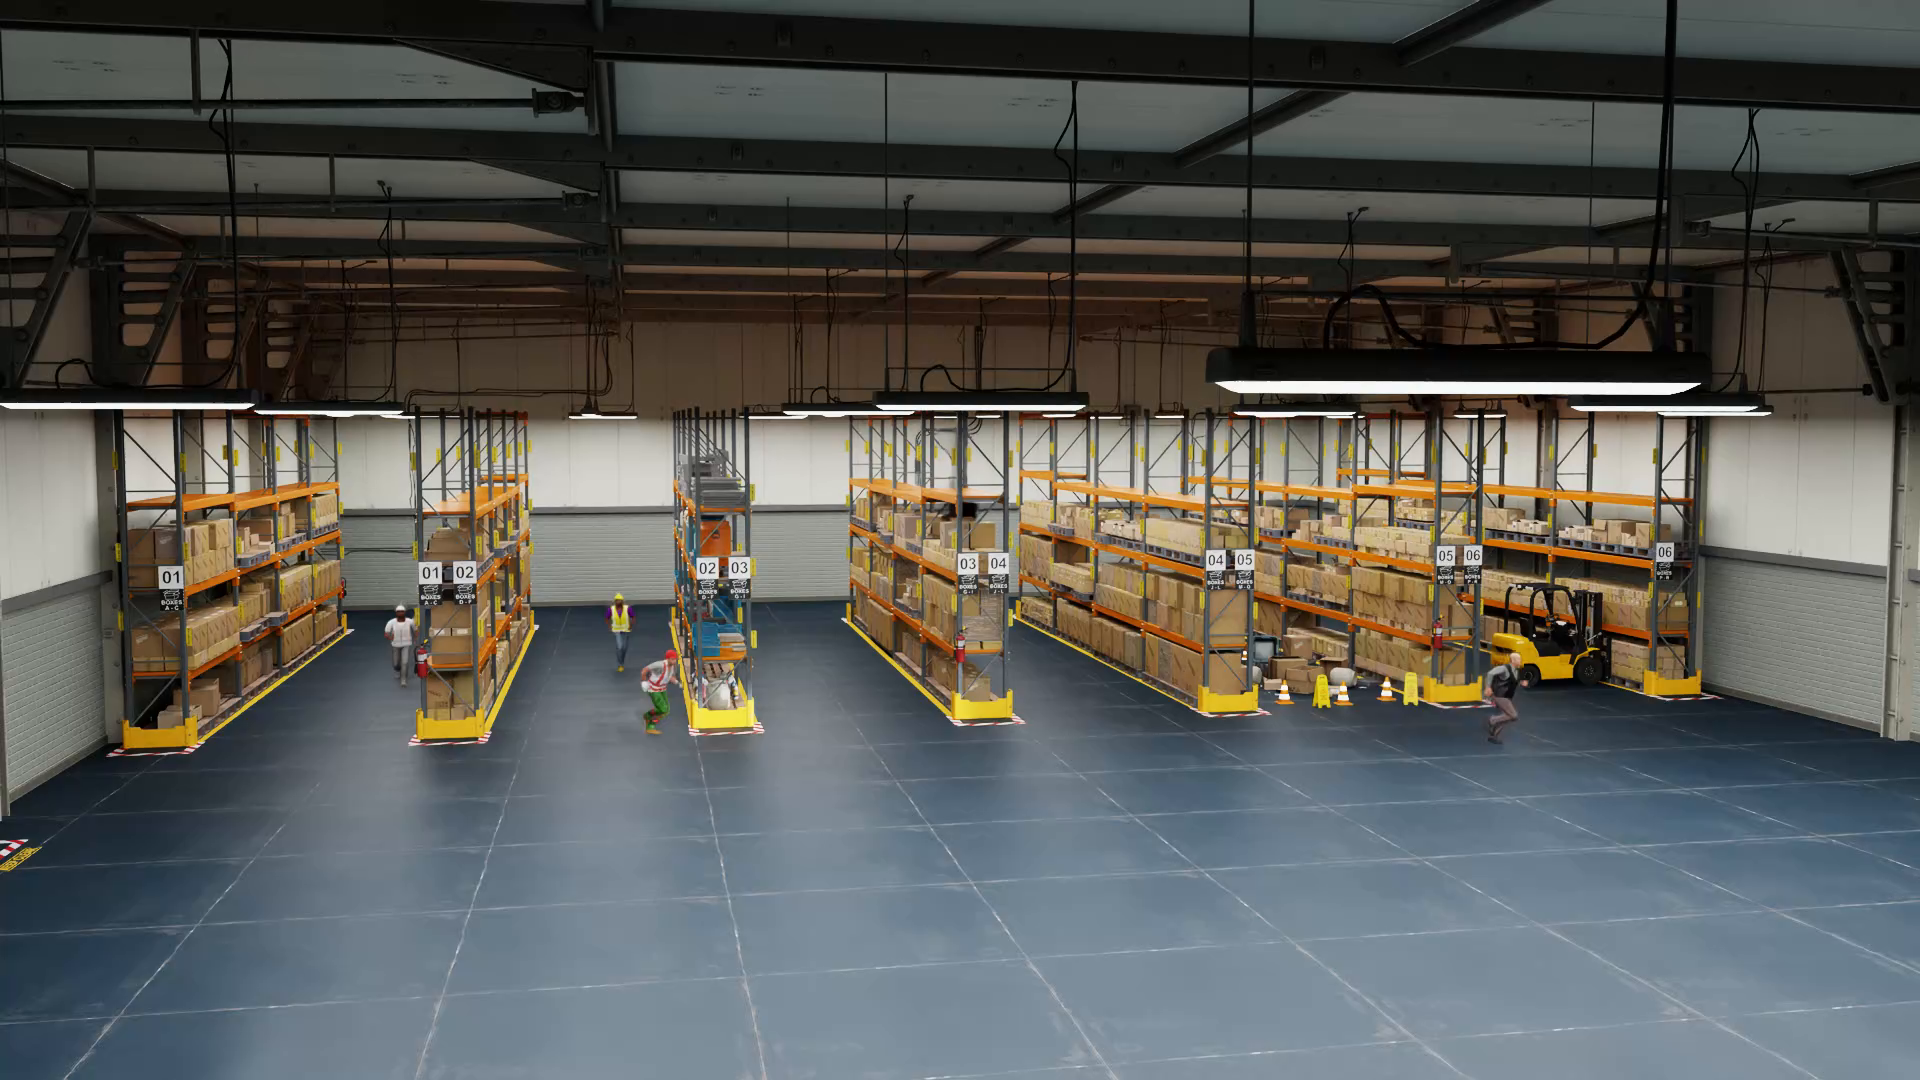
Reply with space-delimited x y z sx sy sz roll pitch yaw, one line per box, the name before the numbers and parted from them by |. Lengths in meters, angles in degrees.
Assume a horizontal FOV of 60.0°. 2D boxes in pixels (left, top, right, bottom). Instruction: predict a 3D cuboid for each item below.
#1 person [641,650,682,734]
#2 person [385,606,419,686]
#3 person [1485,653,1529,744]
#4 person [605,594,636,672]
person | -5.470 2.779 30.309 0.825 1.591 0.693 2 5 31
person | -12.134 2.290 36.156 0.714 1.733 0.791 -1 4 -16
person | 9.707 2.809 29.474 0.723 1.646 0.645 4 5 42
person | -7.838 2.125 38.420 0.694 1.776 0.792 -1 4 -14
